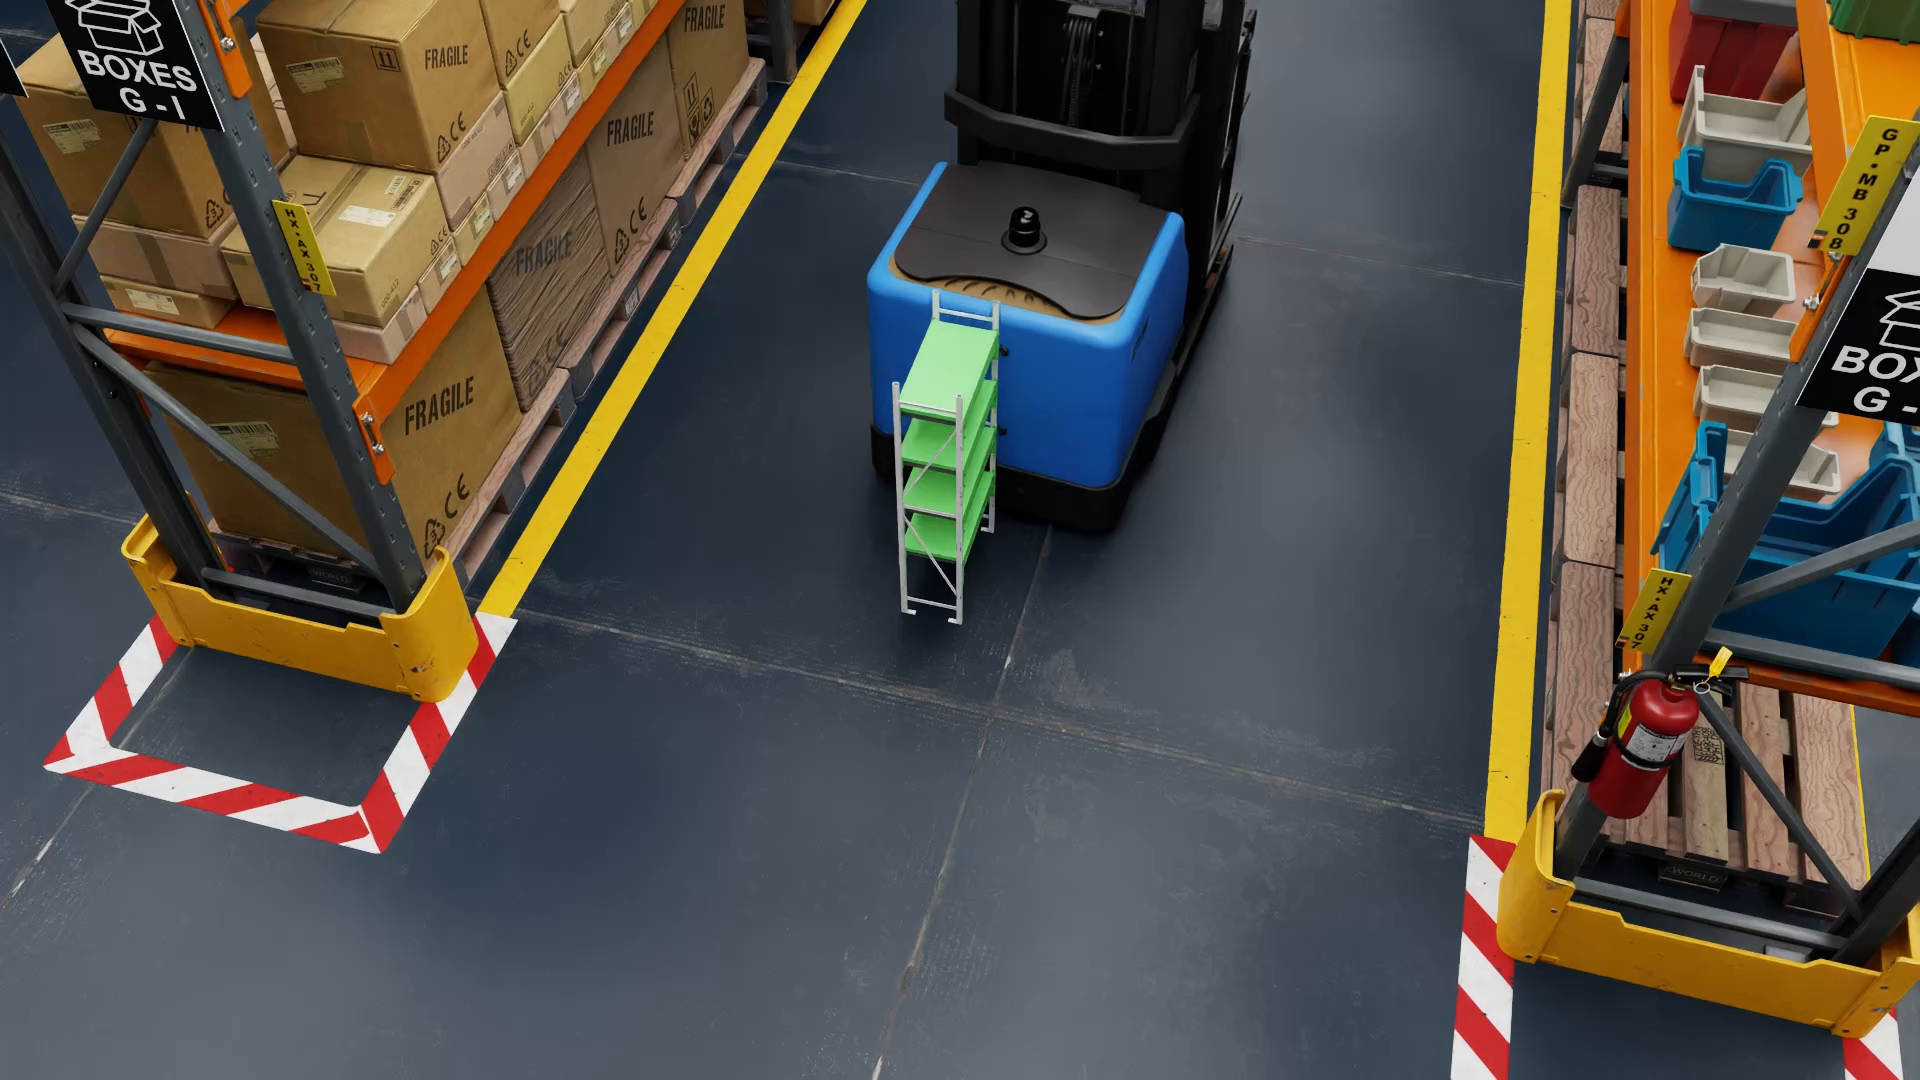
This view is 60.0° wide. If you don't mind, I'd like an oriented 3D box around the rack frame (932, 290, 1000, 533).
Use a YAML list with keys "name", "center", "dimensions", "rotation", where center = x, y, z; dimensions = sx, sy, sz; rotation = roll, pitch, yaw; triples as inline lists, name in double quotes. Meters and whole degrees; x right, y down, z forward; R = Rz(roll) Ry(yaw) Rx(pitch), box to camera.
- name: "rack frame"
  center: [0.021, -0.454, 6.269]
  dimensions: [0.240, 1.200, 0.015]
  rotation: [12, 50, 10]

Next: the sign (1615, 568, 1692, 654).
- name: "sign"
  center: [1.828, 0.191, 4.391]
  dimensions: [0.100, 0.325, 0.005]
  rotation: [12, 50, 10]

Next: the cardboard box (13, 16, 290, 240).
- name: "cardboard box"
  center: [-2.540, -1.337, 5.250]
  dimensions: [0.500, 0.500, 0.500]
  rotation: [12, 50, 10]

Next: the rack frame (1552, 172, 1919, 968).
- name: "rack frame"
  center: [2.363, 0.341, 4.367]
  dimensions: [1.000, 3.000, 0.127]
  rotation: [12, 50, 10]

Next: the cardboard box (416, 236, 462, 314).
- name: "cardboard box"
  center: [-1.937, -0.930, 5.657]
  dimensions: [0.380, 0.149, 0.250]
  rotation: [11, 49, 9]

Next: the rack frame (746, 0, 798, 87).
- name: "rack frame"
  center: [-1.362, -3.529, 7.783]
  dimensions: [1.000, 3.000, 0.127]
  rotation: [12, 50, 10]

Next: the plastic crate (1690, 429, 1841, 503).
- name: "plastic crate"
  center: [2.403, -0.217, 4.995]
  dimensions: [0.396, 0.136, 0.243]
  rotation: [12, 50, 10]

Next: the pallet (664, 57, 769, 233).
- name: "pallet"
  center: [-1.638, -2.072, 8.357]
  dimensions: [1.003, 0.211, 1.213]
  rotation: [12, 50, 10]

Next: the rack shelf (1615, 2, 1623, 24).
- name: "rack shelf"
  center: [3.942, -3.760, 8.467]
  dimensions: [1.077, 0.370, 4.000]
  rotation: [12, 50, 10]

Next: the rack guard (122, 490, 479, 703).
- name: "rack guard"
  center: [-2.421, 0.209, 6.151]
  dimensions: [1.175, 0.500, 0.348]
  rotation: [12, 50, 10]

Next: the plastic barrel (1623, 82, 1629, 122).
- name: "plastic barrel"
  center: [3.576, -2.387, 7.894]
  dimensions: [0.600, 0.901, 0.708]
  rotation: [12, 50, 10]

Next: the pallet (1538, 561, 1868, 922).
- name: "pallet"
  center: [2.618, 0.675, 5.932]
  dimensions: [1.003, 0.211, 1.213]
  rotation: [12, 50, 10]

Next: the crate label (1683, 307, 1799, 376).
- name: "crate label"
  center: [2.543, -0.630, 5.360]
  dimensions: [0.396, 0.136, 0.243]
  rotation: [12, 50, 10]

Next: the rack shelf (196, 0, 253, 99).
- name: "rack shelf"
  center: [-1.889, -2.837, 5.651]
  dimensions: [1.077, 0.370, 4.000]
  rotation: [12, 50, 10]

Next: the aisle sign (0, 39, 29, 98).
- name: "aisle sign"
  center: [-2.723, -1.503, 4.261]
  dimensions: [0.394, 0.787, 0.004]
  rotation: [12, 50, 10]

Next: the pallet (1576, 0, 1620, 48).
- name: "pallet"
  center: [3.978, -3.064, 9.233]
  dimensions: [1.003, 0.211, 1.213]
  rotation: [12, 50, 10]

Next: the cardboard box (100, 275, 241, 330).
- name: "cardboard box"
  center: [-2.639, -0.875, 5.608]
  dimensions: [0.380, 0.149, 0.250]
  rotation: [12, 50, 11]

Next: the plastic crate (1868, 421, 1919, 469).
- name: "plastic crate"
  center: [2.919, -0.213, 4.928]
  dimensions: [0.416, 0.233, 0.300]
  rotation: [12, 50, 10]

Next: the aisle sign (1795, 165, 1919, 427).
- name: "aisle sign"
  center: [2.062, -0.525, 3.397]
  dimensions: [0.394, 0.787, 0.004]
  rotation: [12, 50, 10]

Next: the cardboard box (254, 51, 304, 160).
- name: "cardboard box"
  center: [-2.409, -1.454, 5.854]
  dimensions: [0.500, 0.250, 0.500]
  rotation: [11, 49, 9]

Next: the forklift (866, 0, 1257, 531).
- name: "forklift"
  center: [0.623, -2.134, 6.598]
  dimensions: [1.130, 2.935, 3.031]
  rotation: [15, 50, 13]

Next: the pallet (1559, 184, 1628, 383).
- name: "pallet"
  center: [3.260, -1.090, 7.490]
  dimensions: [1.003, 0.211, 1.213]
  rotation: [12, 50, 10]

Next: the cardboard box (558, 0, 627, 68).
- name: "cardboard box"
  center: [-1.630, -2.097, 6.421]
  dimensions: [0.500, 0.250, 0.500]
  rotation: [11, 49, 9]

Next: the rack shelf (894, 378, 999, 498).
- name: "rack shelf"
  center: [-0.044, -0.394, 5.981]
  dimensions: [0.258, 0.148, 0.480]
  rotation: [12, 50, 10]

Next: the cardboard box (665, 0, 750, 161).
- name: "cardboard box"
  center: [-1.613, -2.504, 8.015]
  dimensions: [0.875, 0.875, 0.875]
  rotation: [12, 50, 10]

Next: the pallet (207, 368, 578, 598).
- name: "pallet"
  center: [-2.280, -0.307, 6.799]
  dimensions: [1.003, 0.211, 1.213]
  rotation: [12, 50, 10]

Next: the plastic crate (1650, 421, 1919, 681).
- name: "plastic crate"
  center: [2.271, 0.031, 4.577]
  dimensions: [0.616, 0.435, 0.499]
  rotation: [12, 50, 10]

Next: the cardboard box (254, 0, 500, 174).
- name: "cardboard box"
  center: [-1.897, -1.588, 5.472]
  dimensions: [0.500, 0.500, 0.500]
  rotation: [10, 49, 9]

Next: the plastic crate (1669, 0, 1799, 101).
- name: "plastic crate"
  center: [2.939, -1.997, 6.348]
  dimensions: [0.402, 0.464, 0.583]
  rotation: [12, 50, 10]

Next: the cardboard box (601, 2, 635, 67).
- name: "cardboard box"
  center: [-1.532, -2.047, 6.643]
  dimensions: [0.380, 0.149, 0.250]
  rotation: [12, 50, 11]

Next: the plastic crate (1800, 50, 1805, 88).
- name: "plastic crate"
  center: [3.381, -1.618, 6.240]
  dimensions: [0.437, 0.125, 0.590]
  rotation: [12, 50, 10]

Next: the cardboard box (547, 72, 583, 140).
- name: "cardboard box"
  center: [-1.667, -1.675, 6.314]
  dimensions: [0.380, 0.149, 0.250]
  rotation: [11, 50, 10]

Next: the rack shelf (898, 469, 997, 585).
- name: "rack shelf"
  center: [-0.044, -0.076, 6.341]
  dimensions: [0.258, 0.148, 0.480]
  rotation: [12, 50, 10]

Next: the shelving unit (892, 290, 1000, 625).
- name: "shelving unit"
  center: [-0.044, -0.277, 6.113]
  dimensions: [0.258, 1.200, 0.503]
  rotation: [12, 50, 10]

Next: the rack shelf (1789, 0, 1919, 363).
- name: "rack shelf"
  center: [2.890, -1.860, 4.789]
  dimensions: [1.077, 0.370, 4.000]
  rotation: [12, 50, 10]

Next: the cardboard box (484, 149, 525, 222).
- name: "cardboard box"
  center: [-1.803, -1.304, 5.987]
  dimensions: [0.380, 0.149, 0.250]
  rotation: [11, 49, 9]

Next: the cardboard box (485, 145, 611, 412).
- name: "cardboard box"
  center: [-2.084, -1.209, 6.872]
  dimensions: [0.875, 0.875, 0.875]
  rotation: [12, 50, 10]

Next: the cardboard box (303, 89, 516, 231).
- name: "cardboard box"
  center: [-1.898, -1.356, 5.767]
  dimensions: [0.500, 0.250, 0.500]
  rotation: [11, 49, 10]

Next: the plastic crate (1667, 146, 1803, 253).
- name: "plastic crate"
  center: [2.656, -1.159, 5.763]
  dimensions: [0.416, 0.233, 0.300]
  rotation: [12, 50, 10]
